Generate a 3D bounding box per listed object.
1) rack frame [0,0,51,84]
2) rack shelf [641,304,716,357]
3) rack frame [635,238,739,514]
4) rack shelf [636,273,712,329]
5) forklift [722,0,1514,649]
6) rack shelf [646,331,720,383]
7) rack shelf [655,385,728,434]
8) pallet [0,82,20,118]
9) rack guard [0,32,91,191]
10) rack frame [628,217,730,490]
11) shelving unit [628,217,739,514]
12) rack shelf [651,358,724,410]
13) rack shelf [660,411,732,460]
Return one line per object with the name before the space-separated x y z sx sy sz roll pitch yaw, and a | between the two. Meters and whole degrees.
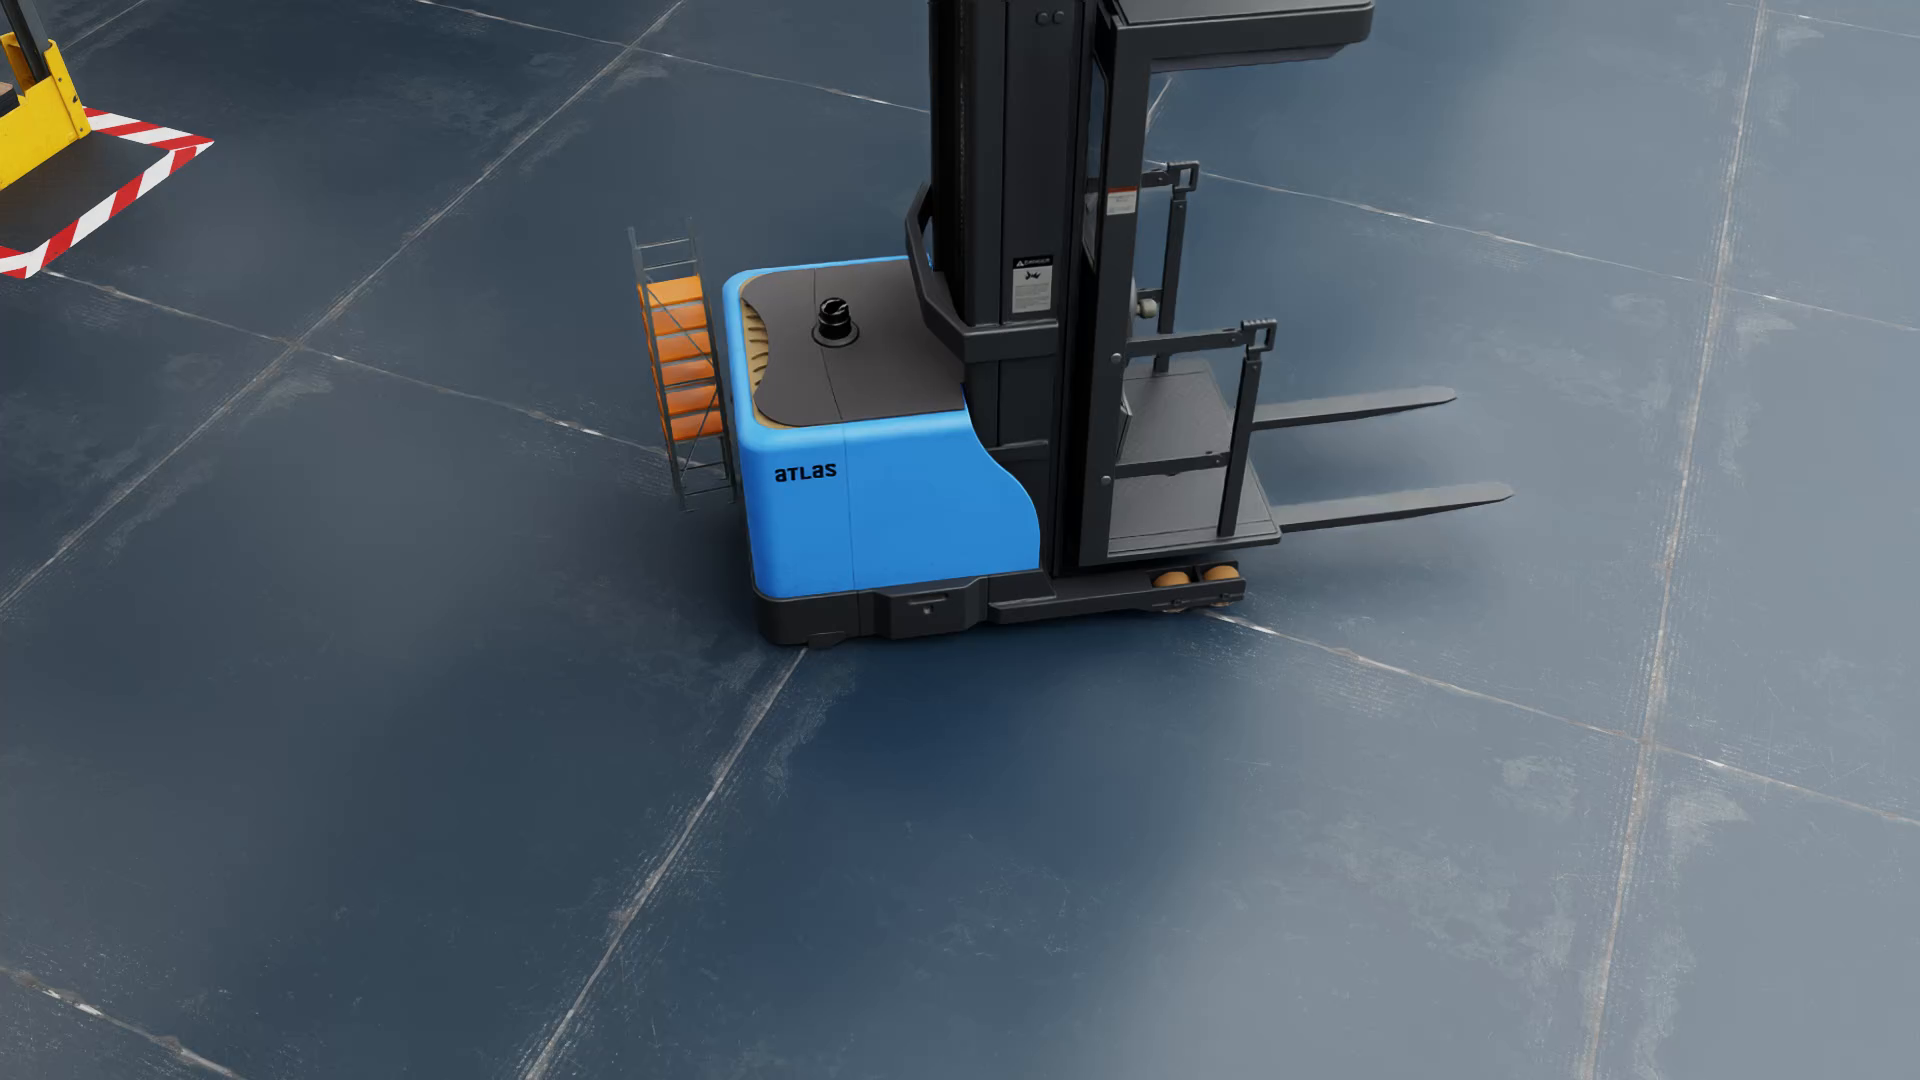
rack frame | -4.962 -2.968 7.607 0.127 3.000 1.000 16 47 16
rack shelf | -1.088 -0.820 6.438 0.258 0.103 0.180 -12 38 -12
rack frame | -1.053 -0.612 6.485 0.240 1.200 0.006 -12 38 -12
rack shelf | -1.093 -0.916 6.365 0.258 0.103 0.180 -12 38 -12
forklift | 0.658 -1.120 5.798 3.031 2.935 1.130 -7 45 -7
rack shelf | -1.083 -0.724 6.510 0.258 0.103 0.180 -12 38 -12
rack shelf | -1.073 -0.533 6.654 0.258 0.103 0.180 -12 38 -12
pallet | -5.798 -2.194 8.806 1.213 0.211 1.003 16 47 16
rack guard | -5.051 -2.072 8.478 0.348 0.500 1.175 16 47 16
rack frame | -1.106 -0.716 6.626 0.240 1.200 0.006 -12 38 -12
shelving unit | -1.080 -0.664 6.555 0.258 1.200 0.189 -12 38 -12
rack shelf | -1.078 -0.628 6.582 0.258 0.103 0.180 -12 38 -12
rack shelf | -1.068 -0.437 6.726 0.258 0.103 0.180 -12 38 -12
